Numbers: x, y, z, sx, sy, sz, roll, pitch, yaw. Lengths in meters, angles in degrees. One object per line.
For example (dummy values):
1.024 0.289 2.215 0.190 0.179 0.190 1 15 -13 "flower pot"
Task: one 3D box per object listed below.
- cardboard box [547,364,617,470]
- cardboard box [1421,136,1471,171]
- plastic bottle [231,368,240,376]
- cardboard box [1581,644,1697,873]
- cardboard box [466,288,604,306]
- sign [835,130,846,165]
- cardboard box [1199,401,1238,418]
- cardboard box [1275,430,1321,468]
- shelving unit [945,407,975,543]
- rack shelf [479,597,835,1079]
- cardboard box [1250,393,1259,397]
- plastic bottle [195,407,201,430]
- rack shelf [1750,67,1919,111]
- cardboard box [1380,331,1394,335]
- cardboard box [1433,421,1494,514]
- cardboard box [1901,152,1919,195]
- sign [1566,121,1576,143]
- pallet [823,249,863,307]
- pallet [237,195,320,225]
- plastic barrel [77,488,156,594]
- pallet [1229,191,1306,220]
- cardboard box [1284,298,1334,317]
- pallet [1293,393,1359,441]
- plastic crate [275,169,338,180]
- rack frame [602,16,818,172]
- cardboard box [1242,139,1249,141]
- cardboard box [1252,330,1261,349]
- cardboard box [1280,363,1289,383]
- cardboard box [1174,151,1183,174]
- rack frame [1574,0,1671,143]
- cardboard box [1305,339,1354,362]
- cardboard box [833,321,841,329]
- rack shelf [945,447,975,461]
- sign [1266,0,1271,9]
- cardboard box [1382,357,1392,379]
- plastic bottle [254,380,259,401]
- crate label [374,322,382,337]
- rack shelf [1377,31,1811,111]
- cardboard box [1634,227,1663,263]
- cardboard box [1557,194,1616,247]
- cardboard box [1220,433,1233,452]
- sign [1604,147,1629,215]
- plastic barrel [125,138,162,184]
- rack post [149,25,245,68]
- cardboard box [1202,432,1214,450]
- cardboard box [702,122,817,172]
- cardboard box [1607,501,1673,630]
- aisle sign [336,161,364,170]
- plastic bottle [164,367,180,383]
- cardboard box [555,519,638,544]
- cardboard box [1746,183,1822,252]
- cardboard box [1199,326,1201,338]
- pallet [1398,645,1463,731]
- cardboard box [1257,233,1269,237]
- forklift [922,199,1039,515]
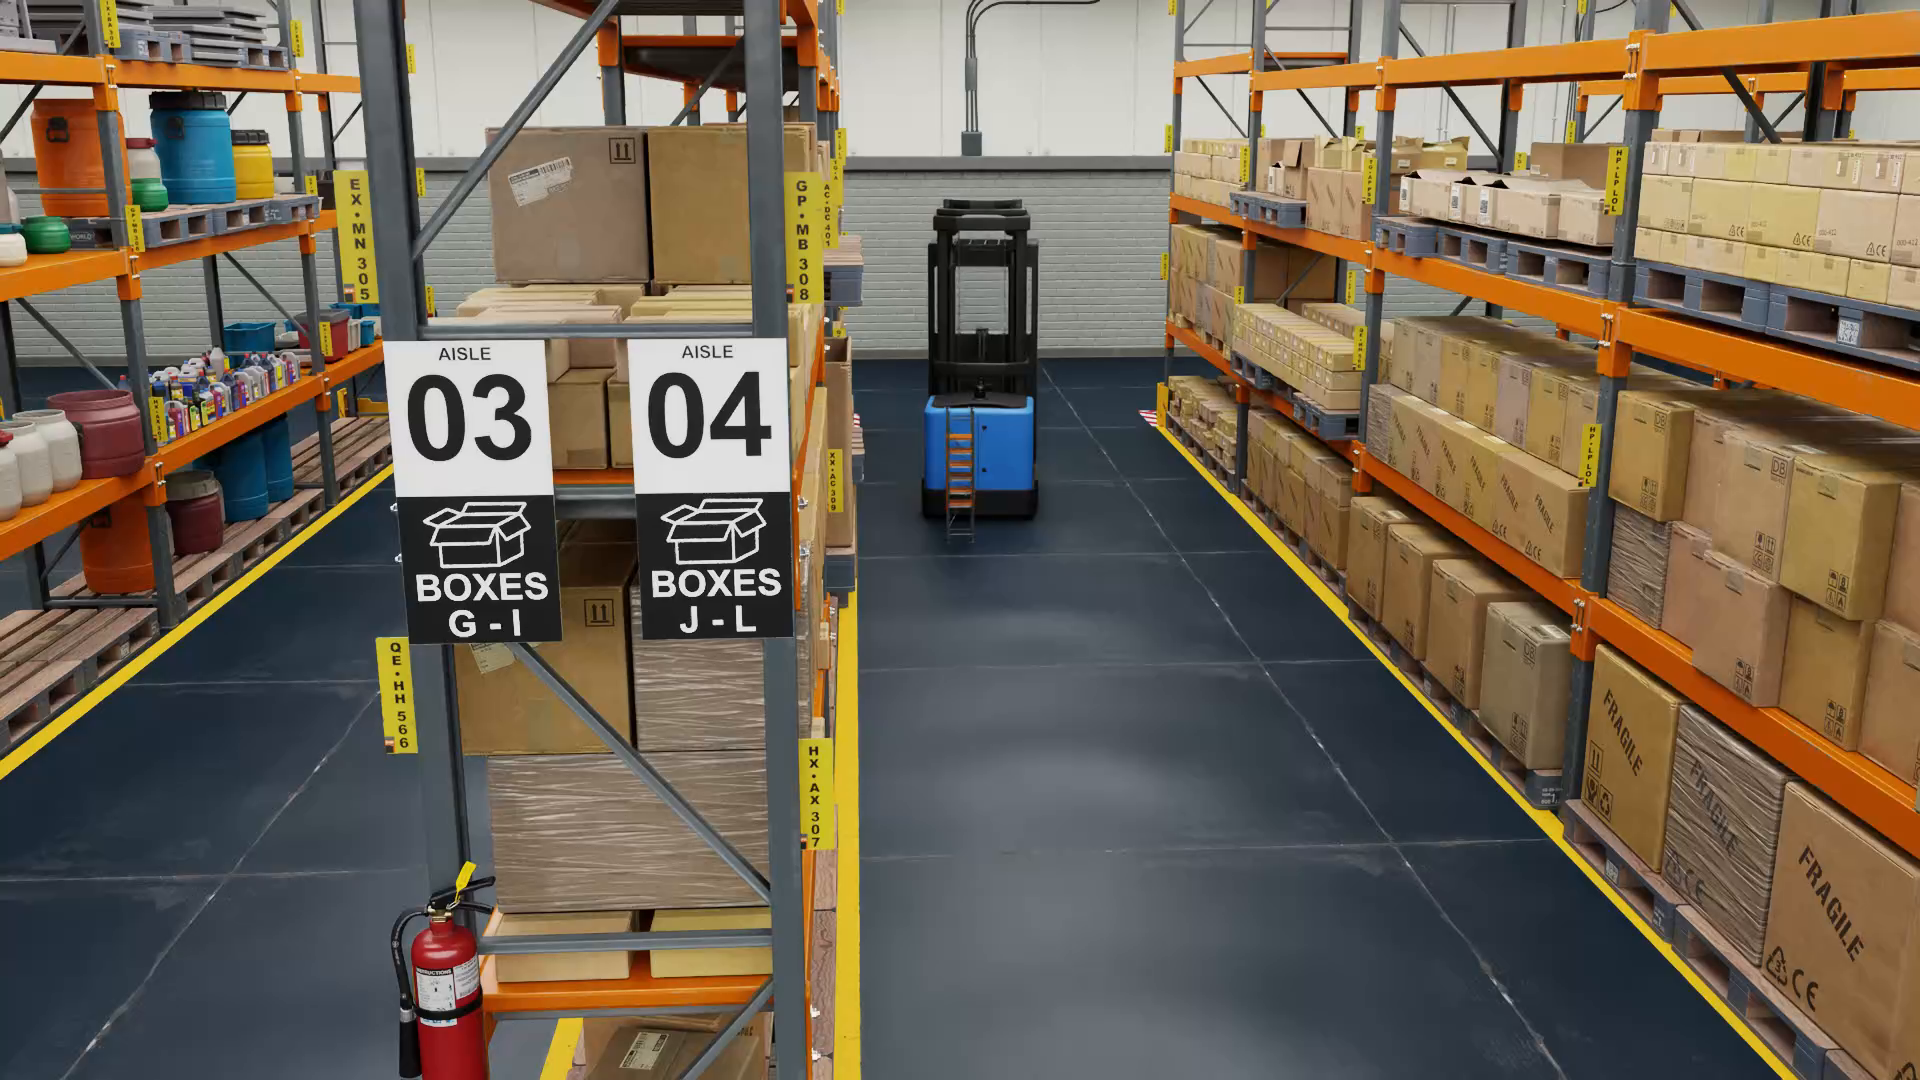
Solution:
-1.221 -0.371 4.728 0.500 0.250 0.500 -1 14 -2 "cardboard box"
3.742 -3.020 12.989 0.396 0.266 0.258 -1 14 -3 "cardboard box"
-6.339 -1.371 14.592 0.097 0.271 0.097 0 14 0 "plastic bottle"
3.740 1.062 8.299 0.875 0.875 0.875 -1 14 -3 "cardboard box"
-1.331 -0.707 5.235 0.380 0.149 0.250 -1 14 -3 "cardboard box"
-1.140 -3.725 15.796 0.100 0.325 0.005 -1 14 -3 "sign"
2.840 -1.429 18.245 0.380 0.149 0.250 -1 14 -5 "cardboard box"
3.120 -0.819 14.859 0.500 0.250 0.500 0 14 -1 "cardboard box"
0.001 -0.577 14.863 0.258 1.200 0.189 -1 14 -3 "shelving unit"
-1.061 0.977 6.655 1.077 0.370 4.000 -1 14 -3 "rack shelf"
3.345 -1.564 18.769 0.380 0.149 0.250 -1 14 -5 "cardboard box"
-6.098 -0.982 13.220 0.097 0.201 0.097 0 14 0 "plastic bottle"
8.334 -3.878 14.285 1.077 0.370 4.000 -1 14 -3 "rack shelf"
3.624 -1.664 13.942 0.380 0.149 0.250 0 14 -1 "cardboard box"
3.376 -0.472 10.642 0.500 0.500 0.500 -1 14 -4 "cardboard box"
3.581 -1.290 5.860 0.380 0.149 0.250 -1 14 -4 "cardboard box"
7.408 -4.914 20.172 0.100 0.325 0.005 -1 14 -3 "sign"
-1.117 -1.386 8.751 1.213 0.211 1.003 -1 14 -3 "pallet"
-6.478 -2.950 14.832 1.213 0.211 1.003 -1 14 -3 "pallet"
-6.424 -0.061 12.758 0.600 0.830 0.708 -1 14 -3 "plastic barrel"
3.208 -3.117 15.478 1.213 0.211 1.003 -1 14 -3 "pallet"
3.497 -2.230 16.875 0.500 0.500 0.500 -1 14 -4 "cardboard box"
3.373 -0.998 13.271 1.213 0.211 1.003 -1 14 -3 "pallet"
-7.052 -3.816 17.941 0.504 0.338 0.767 -1 14 -3 "plastic crate"
-1.185 -2.775 7.751 1.000 3.000 0.127 -1 14 -3 "rack frame"
3.356 -4.388 18.537 0.380 0.149 0.250 -1 14 -5 "cardboard box"
2.892 -1.838 15.214 0.380 0.149 0.250 -2 15 -6 "cardboard box"
2.960 -1.432 14.233 0.380 0.149 0.250 0 14 -2 "cardboard box"
2.796 -4.412 19.431 0.500 0.250 0.500 -1 14 -3 "cardboard box"
7.962 -5.912 19.945 1.000 3.000 0.127 -1 14 -3 "rack frame"
3.006 -1.528 13.412 0.380 0.149 0.250 0 14 -2 "cardboard box"
-1.380 -1.795 15.783 0.500 0.500 0.500 -1 14 -3 "cardboard box"
0.001 -0.767 14.814 0.258 0.103 0.180 -1 14 -3 "rack shelf"
3.583 -6.343 19.428 0.100 0.325 0.005 -1 14 -3 "sign"
3.655 -1.398 13.506 0.380 0.149 0.250 -1 14 -5 "cardboard box"
-6.181 -1.315 14.516 0.097 0.201 0.097 0 14 0 "plastic bottle"
-6.596 -2.337 18.500 0.396 0.136 0.243 -1 14 -3 "crate label"
3.647 -2.781 10.024 1.077 0.370 4.000 -1 14 -3 "rack shelf"
3.455 -1.408 7.919 0.380 0.149 0.250 -1 14 -4 "cardboard box"
3.568 -1.726 8.952 0.500 0.250 0.500 -1 14 -3 "cardboard box"
2.910 -1.018 17.243 0.380 0.149 0.250 -2 15 -6 "cardboard box"
3.230 -1.765 8.179 0.100 0.325 0.005 -1 14 -3 "sign"
-6.637 -2.948 13.329 0.433 0.535 0.433 0 14 0 "plastic barrel"
-6.372 -3.944 13.300 0.937 0.300 0.954 1 14 3 "rack post"
2.847 -1.083 18.093 0.380 0.149 0.250 -1 14 -4 "cardboard box"
-0.903 -1.649 7.593 0.500 0.500 0.500 -1 14 -5 "cardboard box"
3.806 0.098 8.324 0.875 0.550 0.550 -1 14 -3 "cardboard box"
-7.173 -4.050 19.528 0.394 0.787 0.004 -1 14 -3 "aisle sign"
-6.919 -1.371 14.584 0.152 0.276 0.135 -1 14 -3 "plastic bottle"
-1.255 0.192 5.458 0.500 0.500 0.500 -1 14 -3 "cardboard box"
3.587 -1.320 6.777 0.500 0.250 0.500 -1 14 -4 "cardboard box"
2.868 -2.311 18.491 0.380 0.149 0.250 0 14 -1 "cardboard box"
3.570 0.935 10.969 1.003 0.211 1.213 -1 14 -3 "pallet"
3.413 -3.085 18.193 0.500 0.500 0.500 -1 14 -5 "cardboard box"
0.238 -1.963 16.774 1.130 2.935 3.031 1 14 3 "forklift"
